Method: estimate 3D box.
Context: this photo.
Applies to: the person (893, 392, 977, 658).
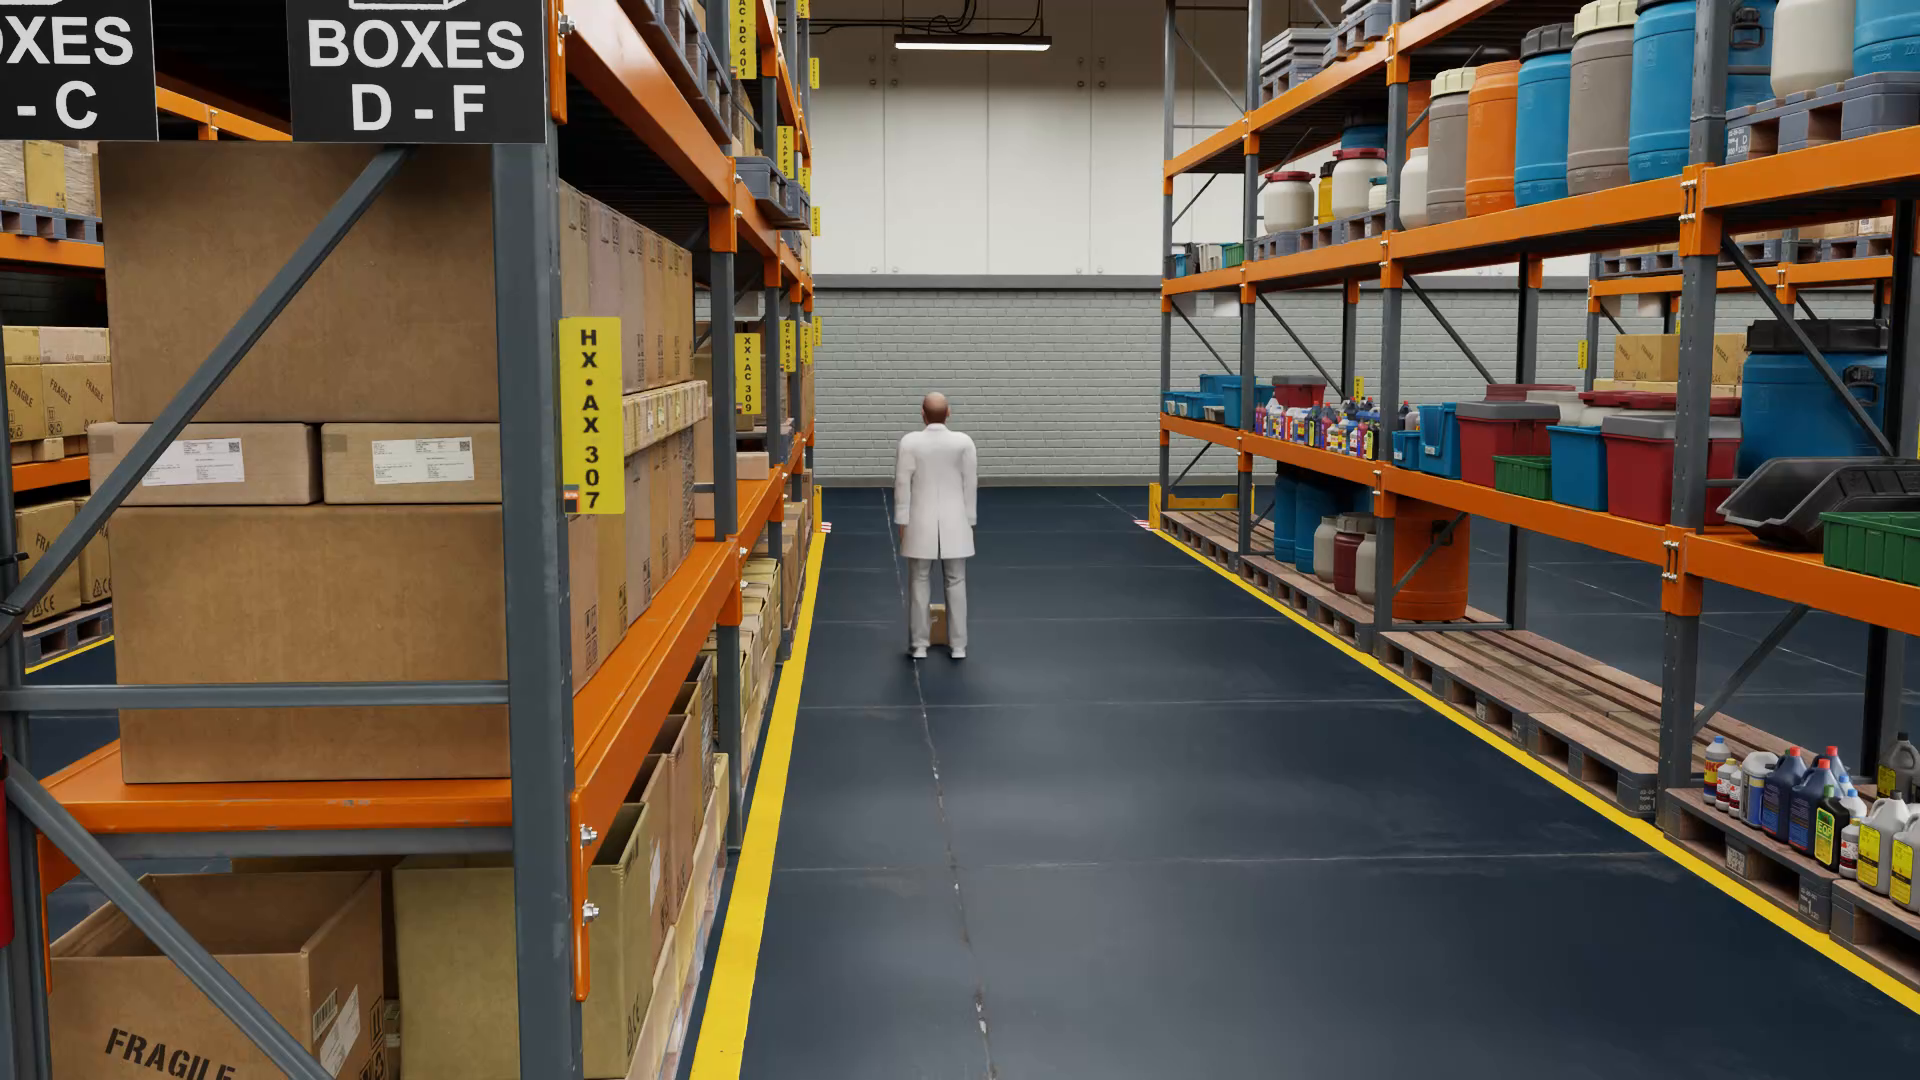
[{"bbox_3d":[-0.167,-0.101,11.166,0.561,1.780,0.385,0,7,-2],"label":"person"}]
